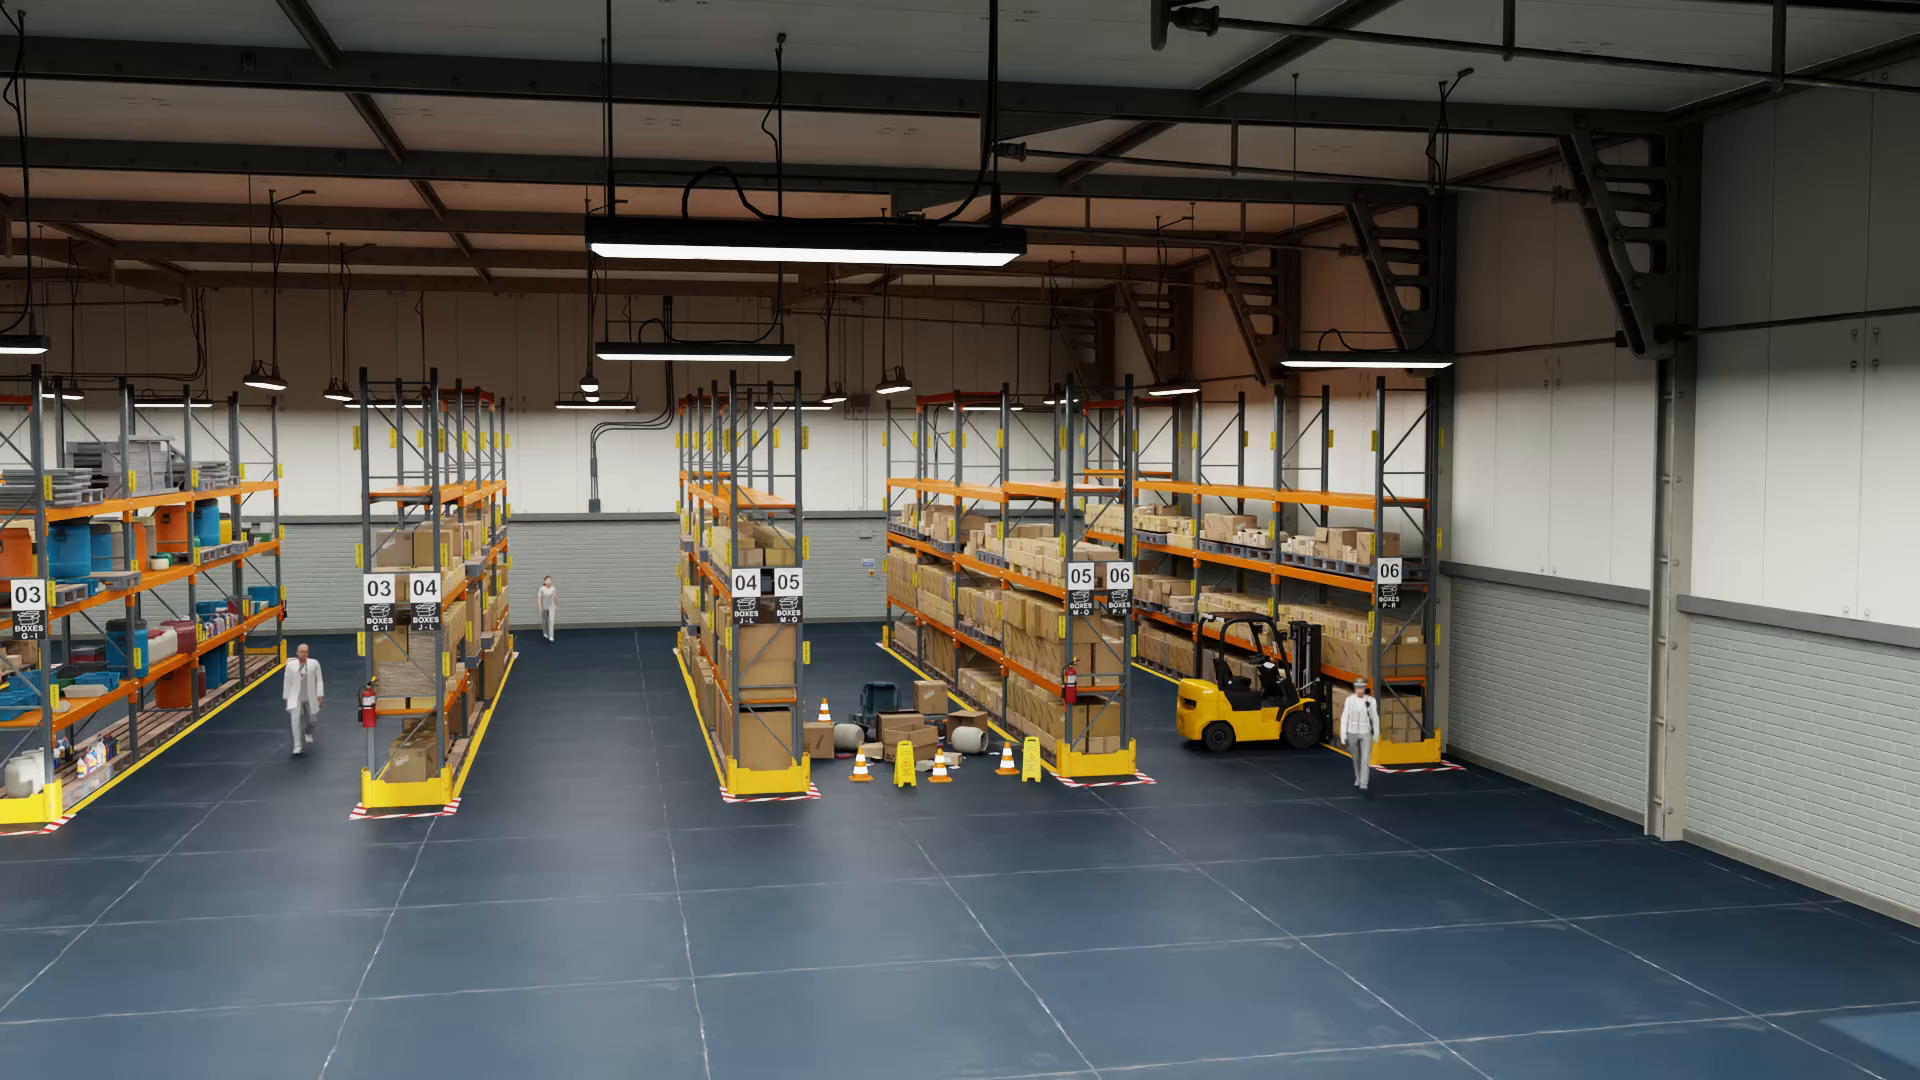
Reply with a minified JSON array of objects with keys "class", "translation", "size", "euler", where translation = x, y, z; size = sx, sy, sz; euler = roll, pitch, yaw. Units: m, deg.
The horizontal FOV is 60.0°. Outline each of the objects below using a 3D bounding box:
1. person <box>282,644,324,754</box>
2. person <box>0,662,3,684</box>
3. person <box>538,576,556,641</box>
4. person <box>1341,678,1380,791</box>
[{"class":"person","translation":[-10.630,2.537,26.909],"size":[0.607,1.720,1.123],"euler":[-2,4,-29]},{"class":"person","translation":[-17.407,2.446,29.752],"size":[0.486,1.532,1.012],"euler":[-2,4,-26]},{"class":"person","translation":[-10.333,1.708,41.625],"size":[0.449,1.611,1.082],"euler":[-1,4,-15]},{"class":"person","translation":[5.677,2.764,23.668],"size":[0.514,1.616,1.048],"euler":[2,4,25]}]
